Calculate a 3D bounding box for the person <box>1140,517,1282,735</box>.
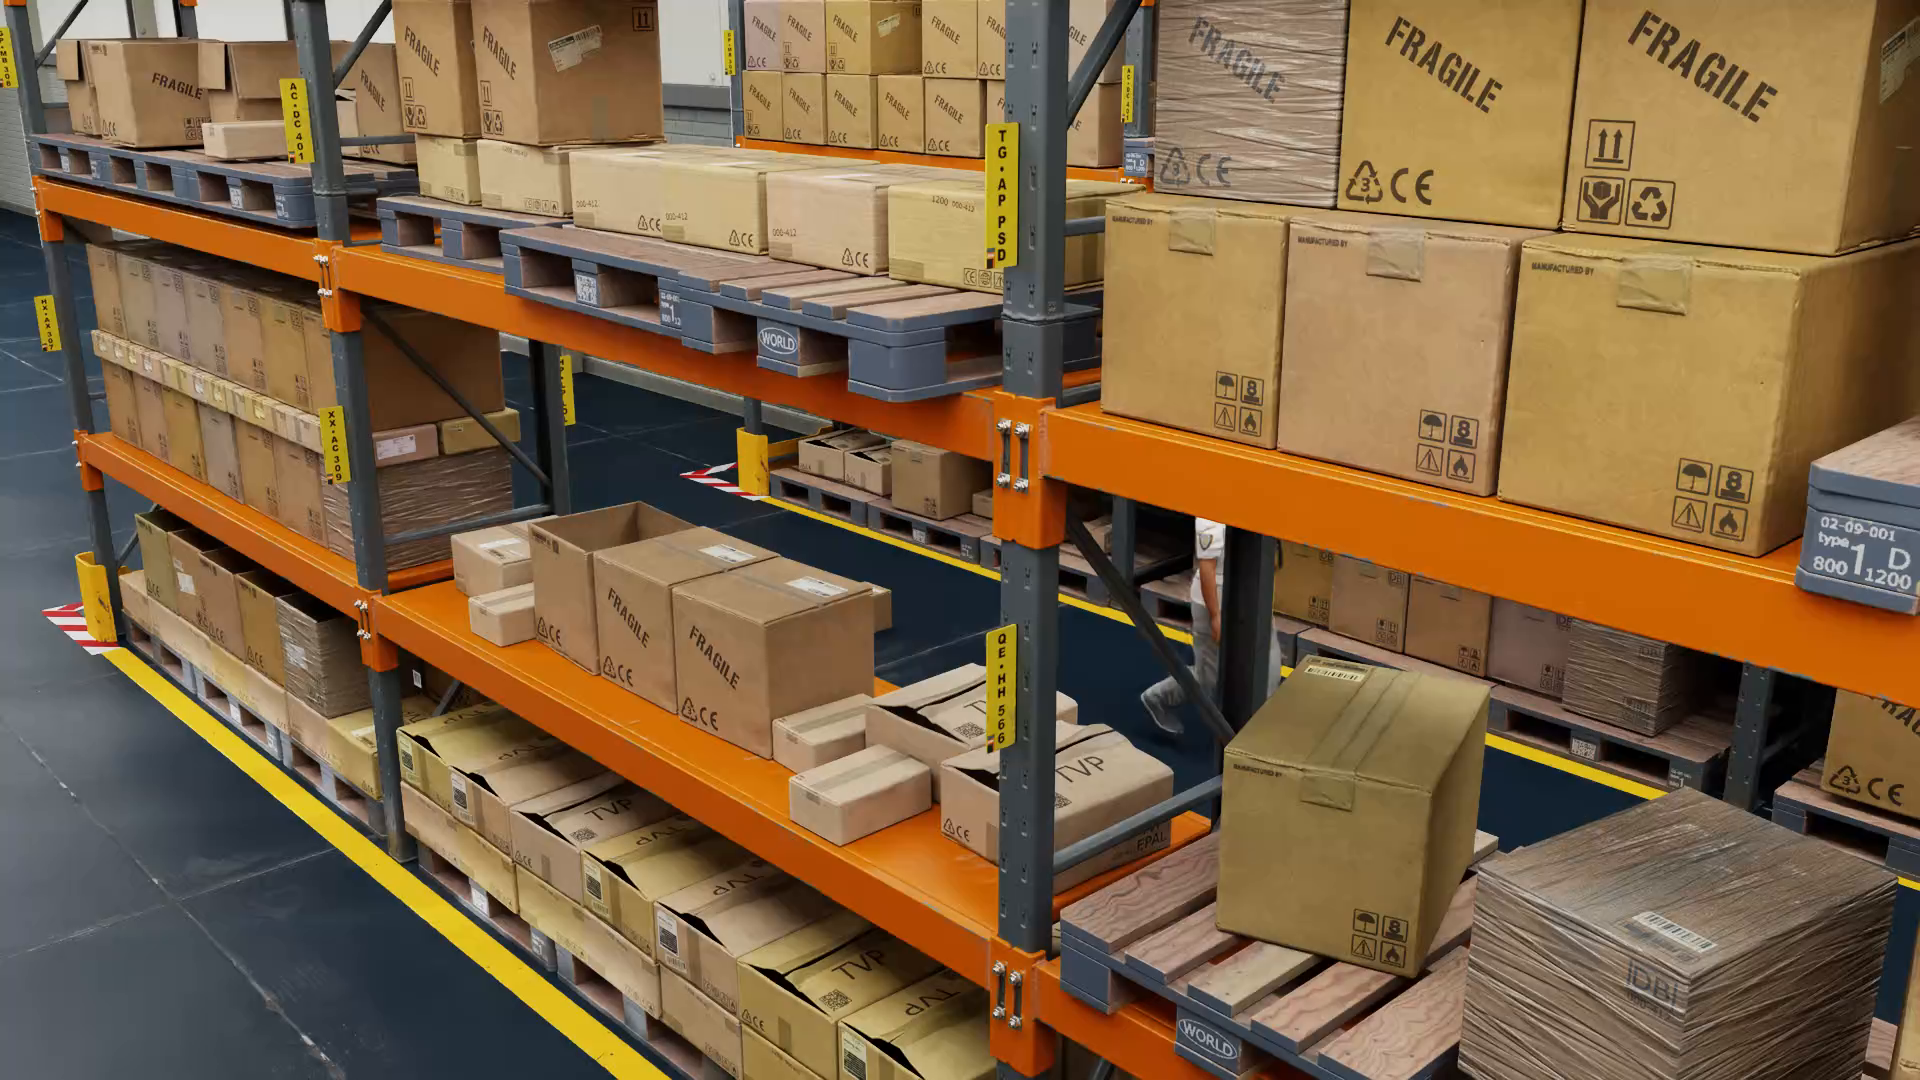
[{"bbox_3d":[1.356,0.318,8.503,0.863,1.625,0.497,15,23,40],"label":"person"}]
